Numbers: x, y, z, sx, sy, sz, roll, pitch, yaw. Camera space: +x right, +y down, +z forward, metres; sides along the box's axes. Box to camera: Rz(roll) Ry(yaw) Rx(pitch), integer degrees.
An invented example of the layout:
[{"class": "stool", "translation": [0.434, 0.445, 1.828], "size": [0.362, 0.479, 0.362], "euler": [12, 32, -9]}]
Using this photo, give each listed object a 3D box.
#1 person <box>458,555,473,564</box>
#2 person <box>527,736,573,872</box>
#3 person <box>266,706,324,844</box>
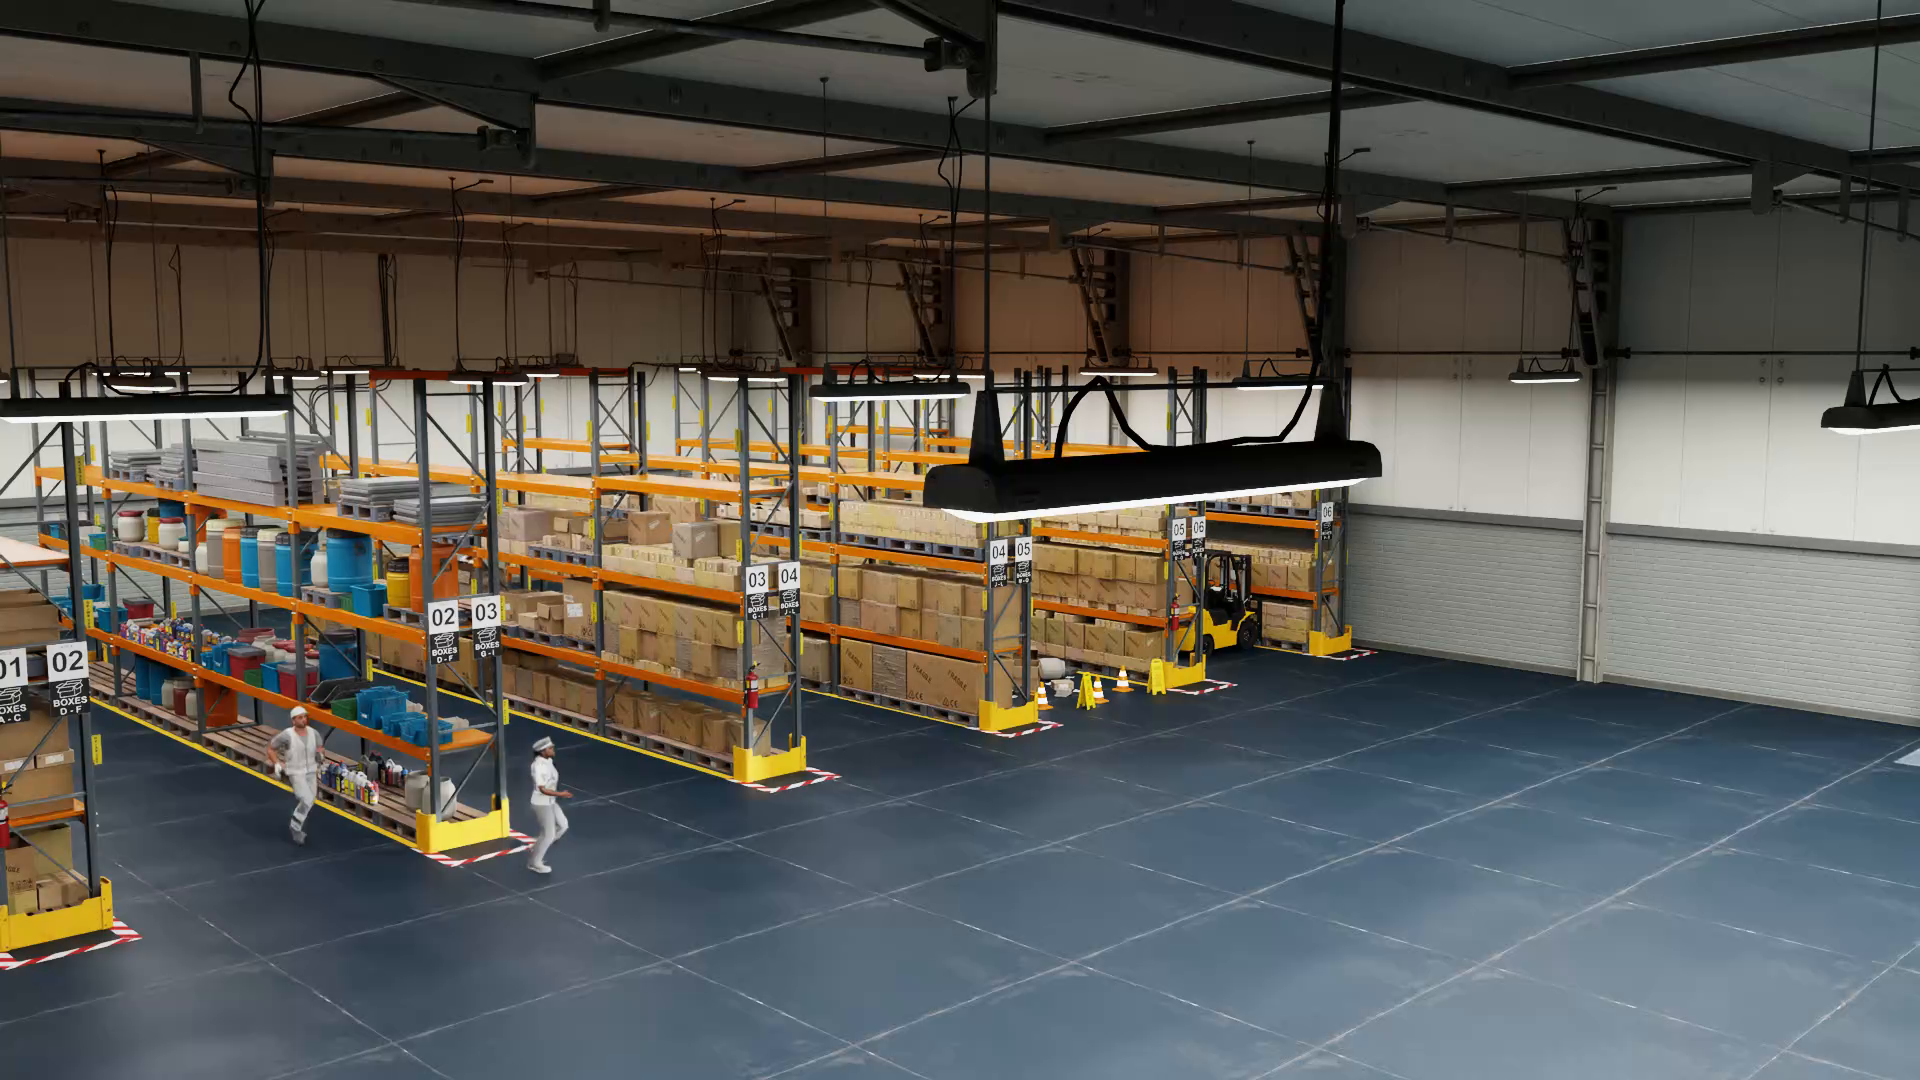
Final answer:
[{"class": "person", "translation": [-11.935, 0.996, 39.780], "size": [0.909, 1.725, 0.820], "euler": [-6, 9, -44]}, {"class": "person", "translation": [-5.020, 3.214, 20.359], "size": [0.581, 1.674, 0.621], "euler": [-1, 7, -9]}, {"class": "person", "translation": [-8.465, 3.028, 21.421], "size": [0.690, 1.775, 0.641], "euler": [4, 8, 34]}]
